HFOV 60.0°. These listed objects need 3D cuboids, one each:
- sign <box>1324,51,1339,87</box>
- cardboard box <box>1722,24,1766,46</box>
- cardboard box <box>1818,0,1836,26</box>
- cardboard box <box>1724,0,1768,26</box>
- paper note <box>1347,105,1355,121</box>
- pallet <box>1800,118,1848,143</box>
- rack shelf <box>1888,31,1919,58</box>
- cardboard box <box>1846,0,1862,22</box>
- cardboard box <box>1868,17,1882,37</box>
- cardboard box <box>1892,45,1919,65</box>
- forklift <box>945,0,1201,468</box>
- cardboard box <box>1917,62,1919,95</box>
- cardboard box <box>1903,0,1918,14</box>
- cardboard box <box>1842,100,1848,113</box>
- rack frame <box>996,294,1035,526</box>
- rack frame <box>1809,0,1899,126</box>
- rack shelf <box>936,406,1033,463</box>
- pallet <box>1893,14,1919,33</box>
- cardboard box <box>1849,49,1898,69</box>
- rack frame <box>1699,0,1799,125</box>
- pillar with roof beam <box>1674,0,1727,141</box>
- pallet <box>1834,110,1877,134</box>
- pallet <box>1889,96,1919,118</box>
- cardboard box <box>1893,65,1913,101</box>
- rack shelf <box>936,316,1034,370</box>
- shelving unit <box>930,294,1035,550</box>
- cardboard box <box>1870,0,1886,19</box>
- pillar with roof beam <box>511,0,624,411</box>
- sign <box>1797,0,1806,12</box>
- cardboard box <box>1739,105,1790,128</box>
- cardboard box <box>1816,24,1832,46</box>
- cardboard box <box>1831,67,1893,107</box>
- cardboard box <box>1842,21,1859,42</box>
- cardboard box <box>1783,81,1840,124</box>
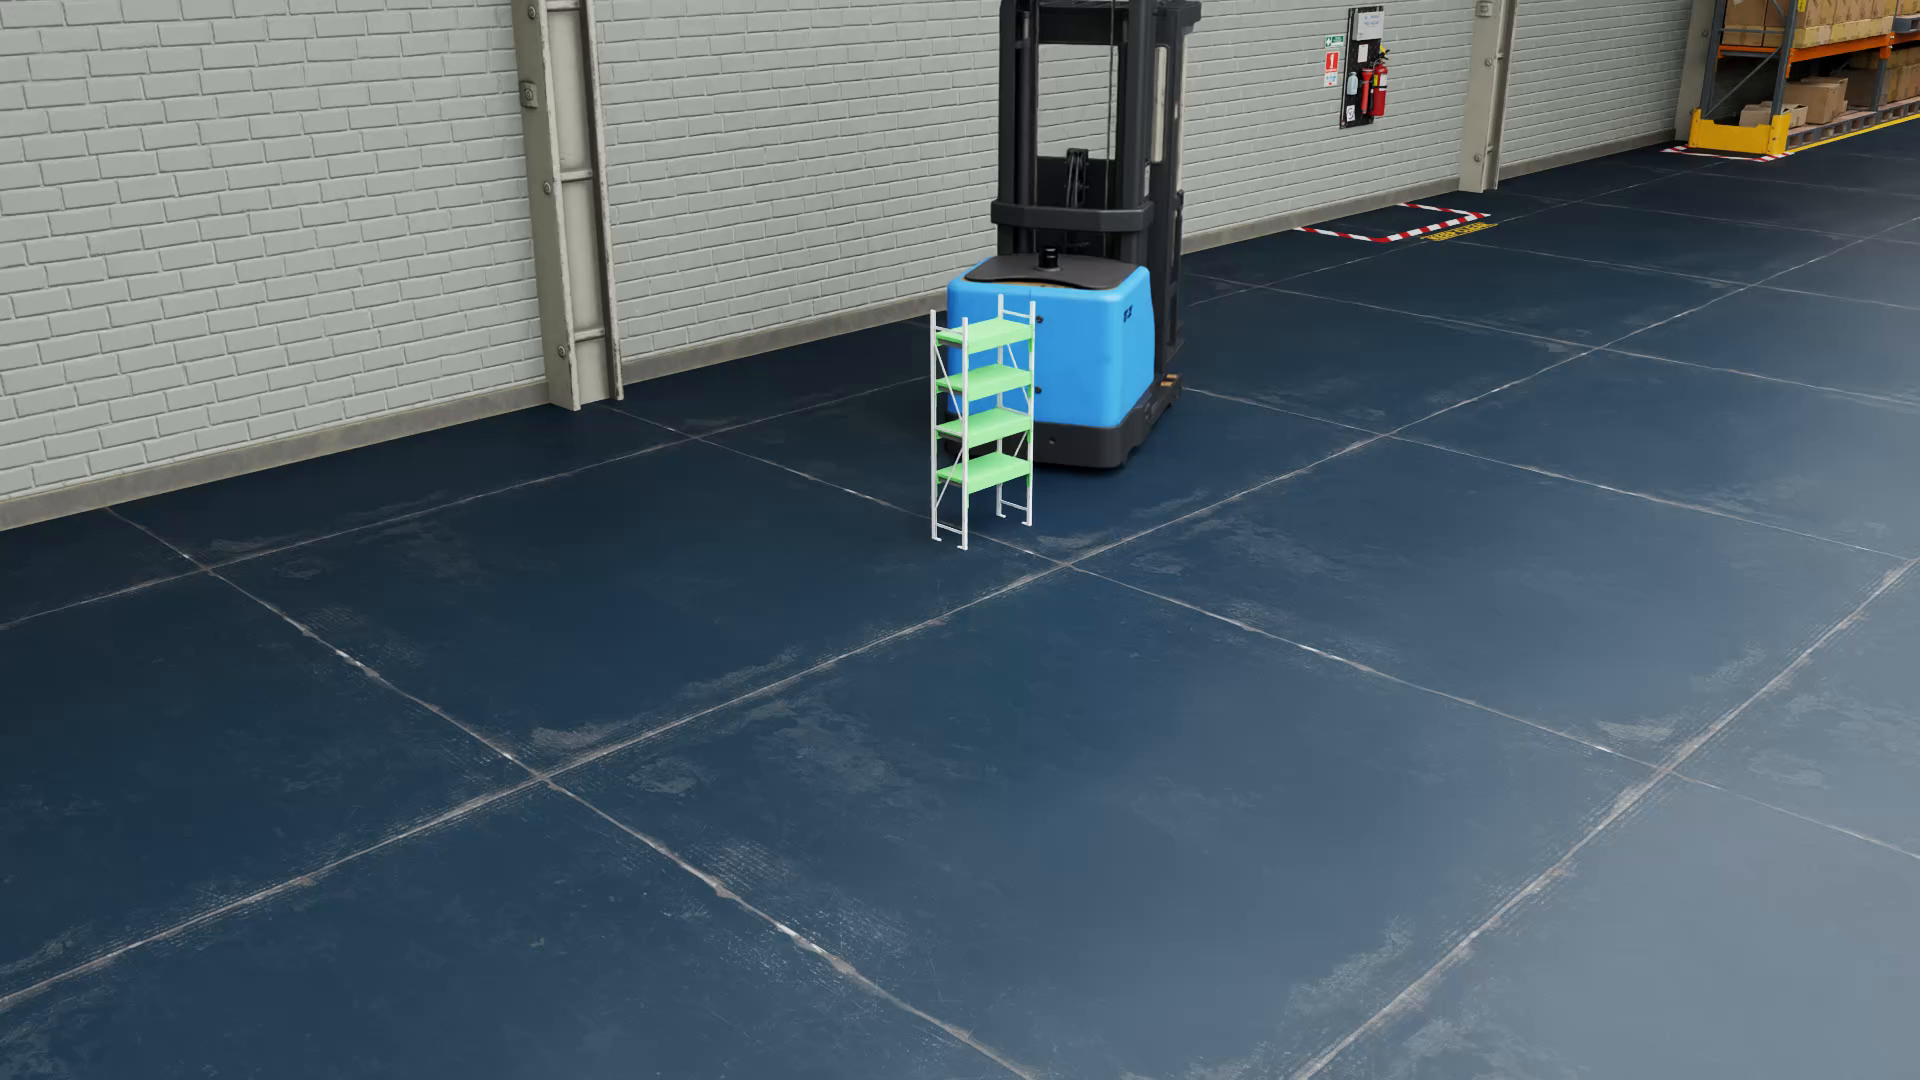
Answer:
[{"bbox_3d":[3.692,-4.683,16.527,0.001,0.329,0.234,19,28,41],"label":"sign"},{"bbox_3d":[10.407,-6.662,21.907,0.500,0.250,0.500,-20,28,-41],"label":"cardboard box"},{"bbox_3d":[11.120,-7.015,21.781,0.500,0.500,0.500,19,28,41],"label":"cardboard box"},{"bbox_3d":[10.397,-7.018,21.787,0.500,0.500,0.500,19,28,40],"label":"cardboard box"},{"bbox_3d":[3.979,-4.343,16.920,0.016,0.148,0.142,19,28,41],"label":"paper note"},{"bbox_3d":[11.716,-5.784,23.328,1.003,0.211,1.213,19,28,41],"label":"pallet"},{"bbox_3d":[14.406,-7.760,25.587,1.077,0.370,4.000,19,28,41],"label":"rack shelf"},{"bbox_3d":[11.837,-7.282,22.476,0.500,0.500,0.500,-19,28,-40],"label":"cardboard box"},{"bbox_3d":[12.544,-7.198,23.301,0.500,0.250,0.500,19,28,41],"label":"cardboard box"},{"bbox_3d":[14.538,-7.536,25.827,0.500,0.250,0.500,19,28,40],"label":"cardboard box"},{"bbox_3d":[0.843,-2.272,10.399,1.130,2.935,3.031,7,22,16],"label":"forklift"},{"bbox_3d":[14.893,-7.347,26.381,0.700,0.500,0.500,19,28,41],"label":"cardboard box"},{"bbox_3d":[13.785,-8.098,24.710,0.500,0.500,0.700,-17,27,-37],"label":"cardboard box"},{"bbox_3d":[12.659,-6.320,24.172,0.380,0.166,0.250,15,26,34],"label":"cardboard box"},{"bbox_3d":[0.286,-0.665,8.633,0.240,1.200,0.015,19,28,41],"label":"rack frame"},{"bbox_3d":[13.011,-7.582,24.120,1.000,3.000,0.127,19,28,41],"label":"rack frame"},{"bbox_3d":[0.115,-0.543,8.493,0.258,0.148,0.480,19,28,41],"label":"rack shelf"},{"bbox_3d":[13.648,-7.653,24.571,1.003,0.211,1.213,19,28,41],"label":"pallet"},{"bbox_3d":[13.817,-7.278,25.155,0.500,0.250,0.500,19,28,40],"label":"cardboard box"},{"bbox_3d":[10.220,-6.554,21.445,1.000,3.000,0.127,19,28,41],"label":"rack frame"},{"bbox_3d":[13.173,-8.673,18.597,9.100,9.000,0.400,19,28,41],"label":"pillar with roof beam"},{"bbox_3d":[12.567,-6.099,24.148,1.003,0.211,1.213,19,28,41],"label":"pallet"},{"bbox_3d":[14.404,-6.796,25.962,1.003,0.211,1.213,19,28,41],"label":"pallet"},{"bbox_3d":[14.222,-7.080,25.686,0.700,0.500,0.500,20,28,41],"label":"cardboard box"},{"bbox_3d":[0.115,-0.991,8.321,0.258,0.148,0.480,19,28,41],"label":"rack shelf"},{"bbox_3d":[0.115,-0.603,8.470,0.258,1.200,0.503,19,28,41],"label":"shelving unit"},{"bbox_3d":[12.558,-7.543,23.154,0.500,0.500,0.500,19,28,40],"label":"cardboard box"},{"bbox_3d":[0.616,-4.046,6.559,9.100,9.000,0.400,19,28,41],"label":"pillar with roof beam"},{"bbox_3d":[10.609,-6.822,20.936,0.100,0.325,0.005,19,28,41],"label":"sign"},{"bbox_3d":[10.767,-5.659,22.253,0.500,0.311,0.500,15,26,35],"label":"cardboard box"},{"bbox_3d":[11.140,-6.676,21.944,0.500,0.250,0.500,18,28,39],"label":"cardboard box"},{"bbox_3d":[13.512,-6.814,24.993,0.500,0.500,0.700,-19,28,-40],"label":"cardboard box"},{"bbox_3d":[11.854,-6.935,22.618,0.500,0.250,0.500,20,28,41],"label":"cardboard box"},{"bbox_3d":[11.713,-6.070,23.058,0.700,0.500,0.500,17,27,37],"label":"cardboard box"}]
